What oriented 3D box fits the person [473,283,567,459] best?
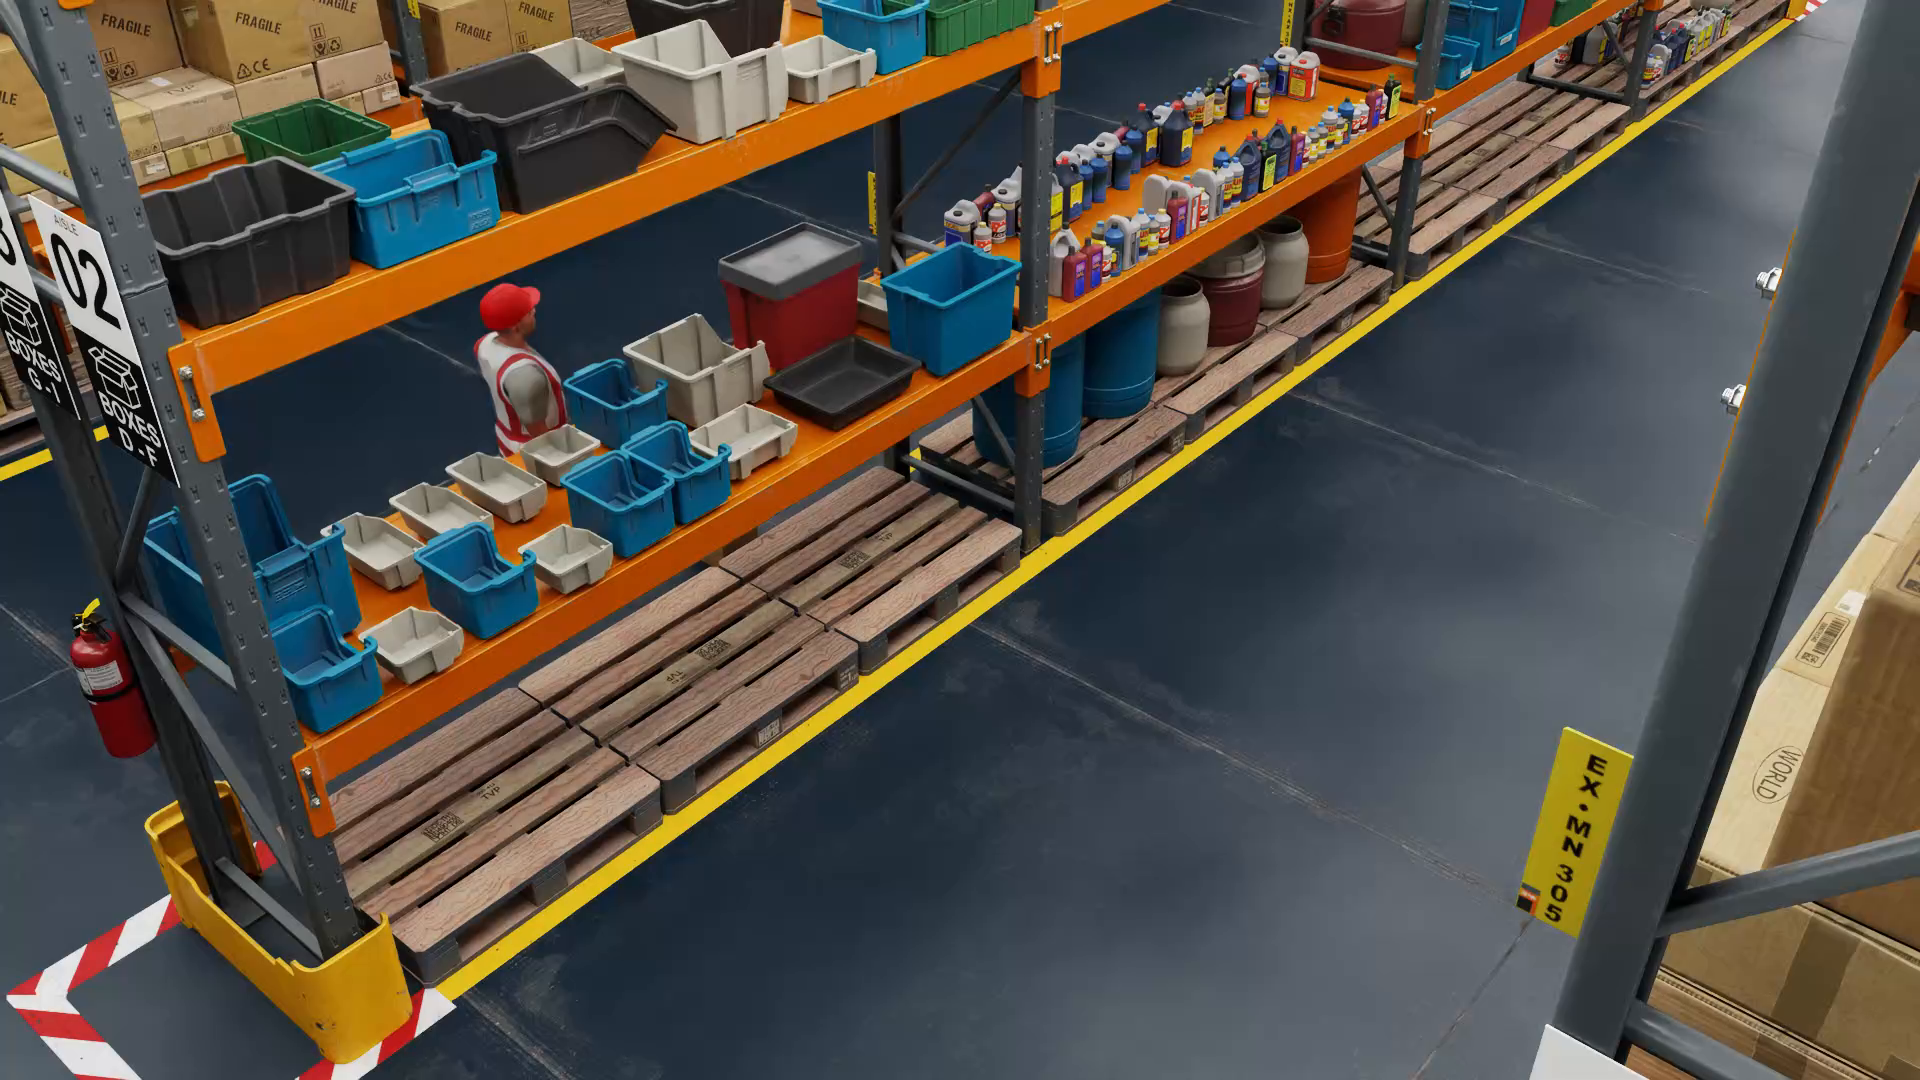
[{"bbox_3d":[-1.992,-0.389,7.734,0.540,1.781,0.530,-19,39,-25],"label":"person"}]
